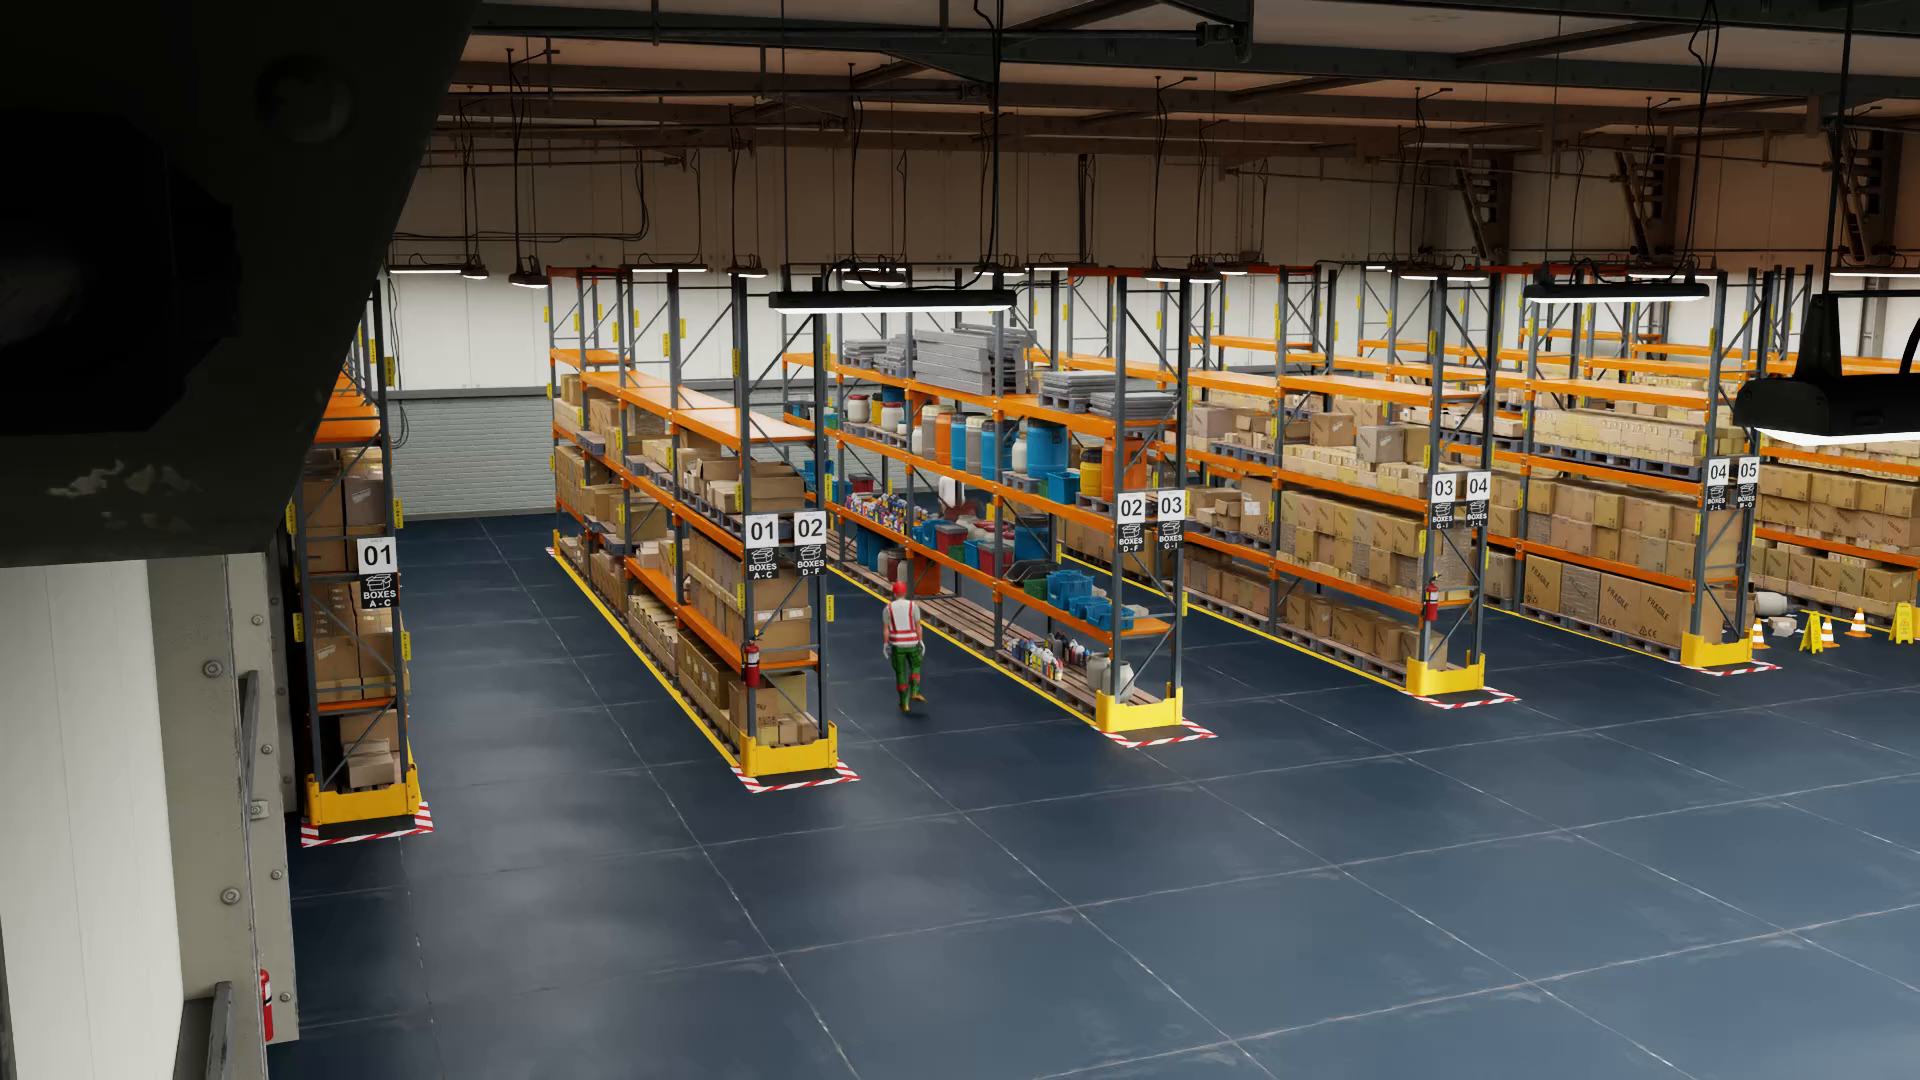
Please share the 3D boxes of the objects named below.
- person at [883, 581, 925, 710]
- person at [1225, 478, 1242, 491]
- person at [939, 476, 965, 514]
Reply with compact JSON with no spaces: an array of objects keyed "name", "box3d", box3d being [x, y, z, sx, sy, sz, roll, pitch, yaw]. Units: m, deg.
[{"name":"person","box3d":[-0.782,1.466,23.097,0.578,1.778,0.553,-1,10,-8]},{"name":"person","box3d":[6.854,-1.643,41.440,0.531,1.724,0.502,2,10,13]},{"name":"person","box3d":[-0.187,-0.780,36.005,0.609,1.773,0.772,4,11,24]}]
